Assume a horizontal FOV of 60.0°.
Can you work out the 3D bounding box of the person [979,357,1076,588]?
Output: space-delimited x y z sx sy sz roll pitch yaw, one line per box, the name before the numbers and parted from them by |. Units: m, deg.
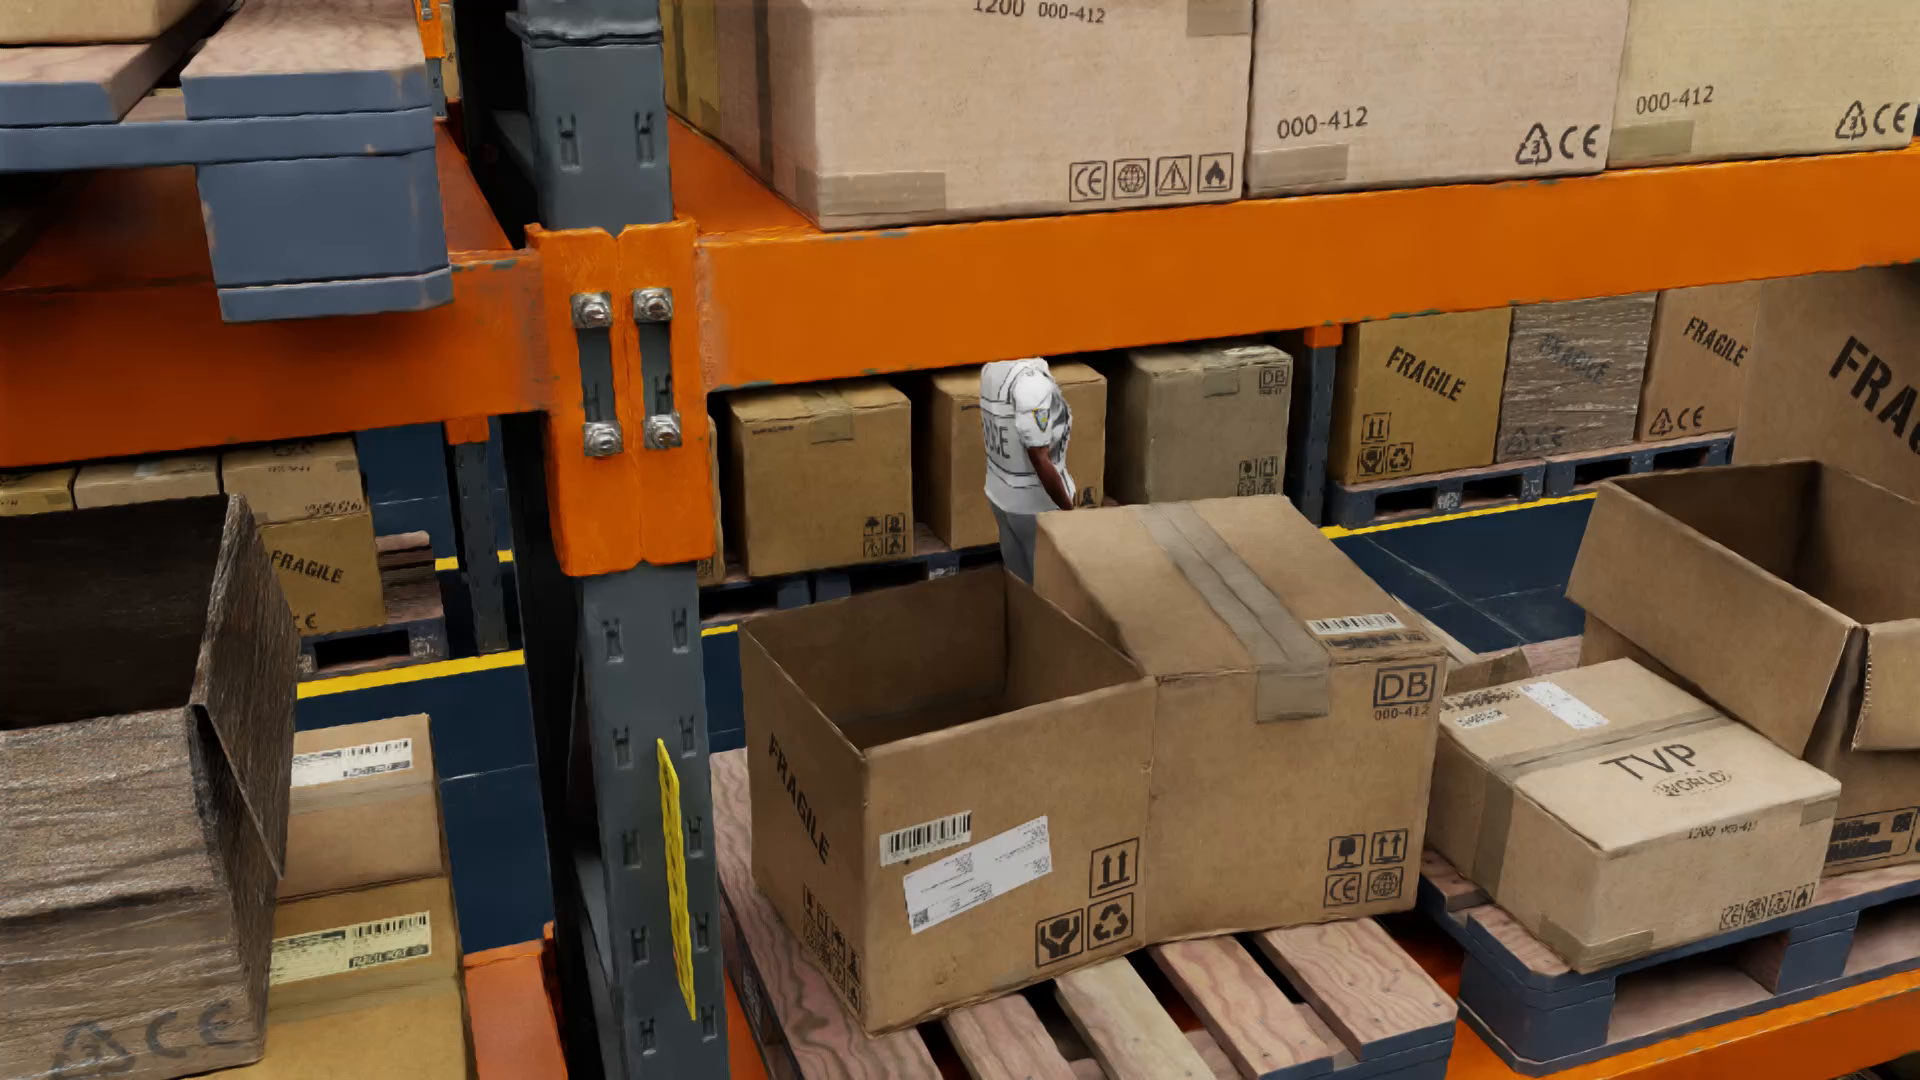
person | 0.349 -0.157 6.400 0.531 1.695 0.572 -9 24 -21
